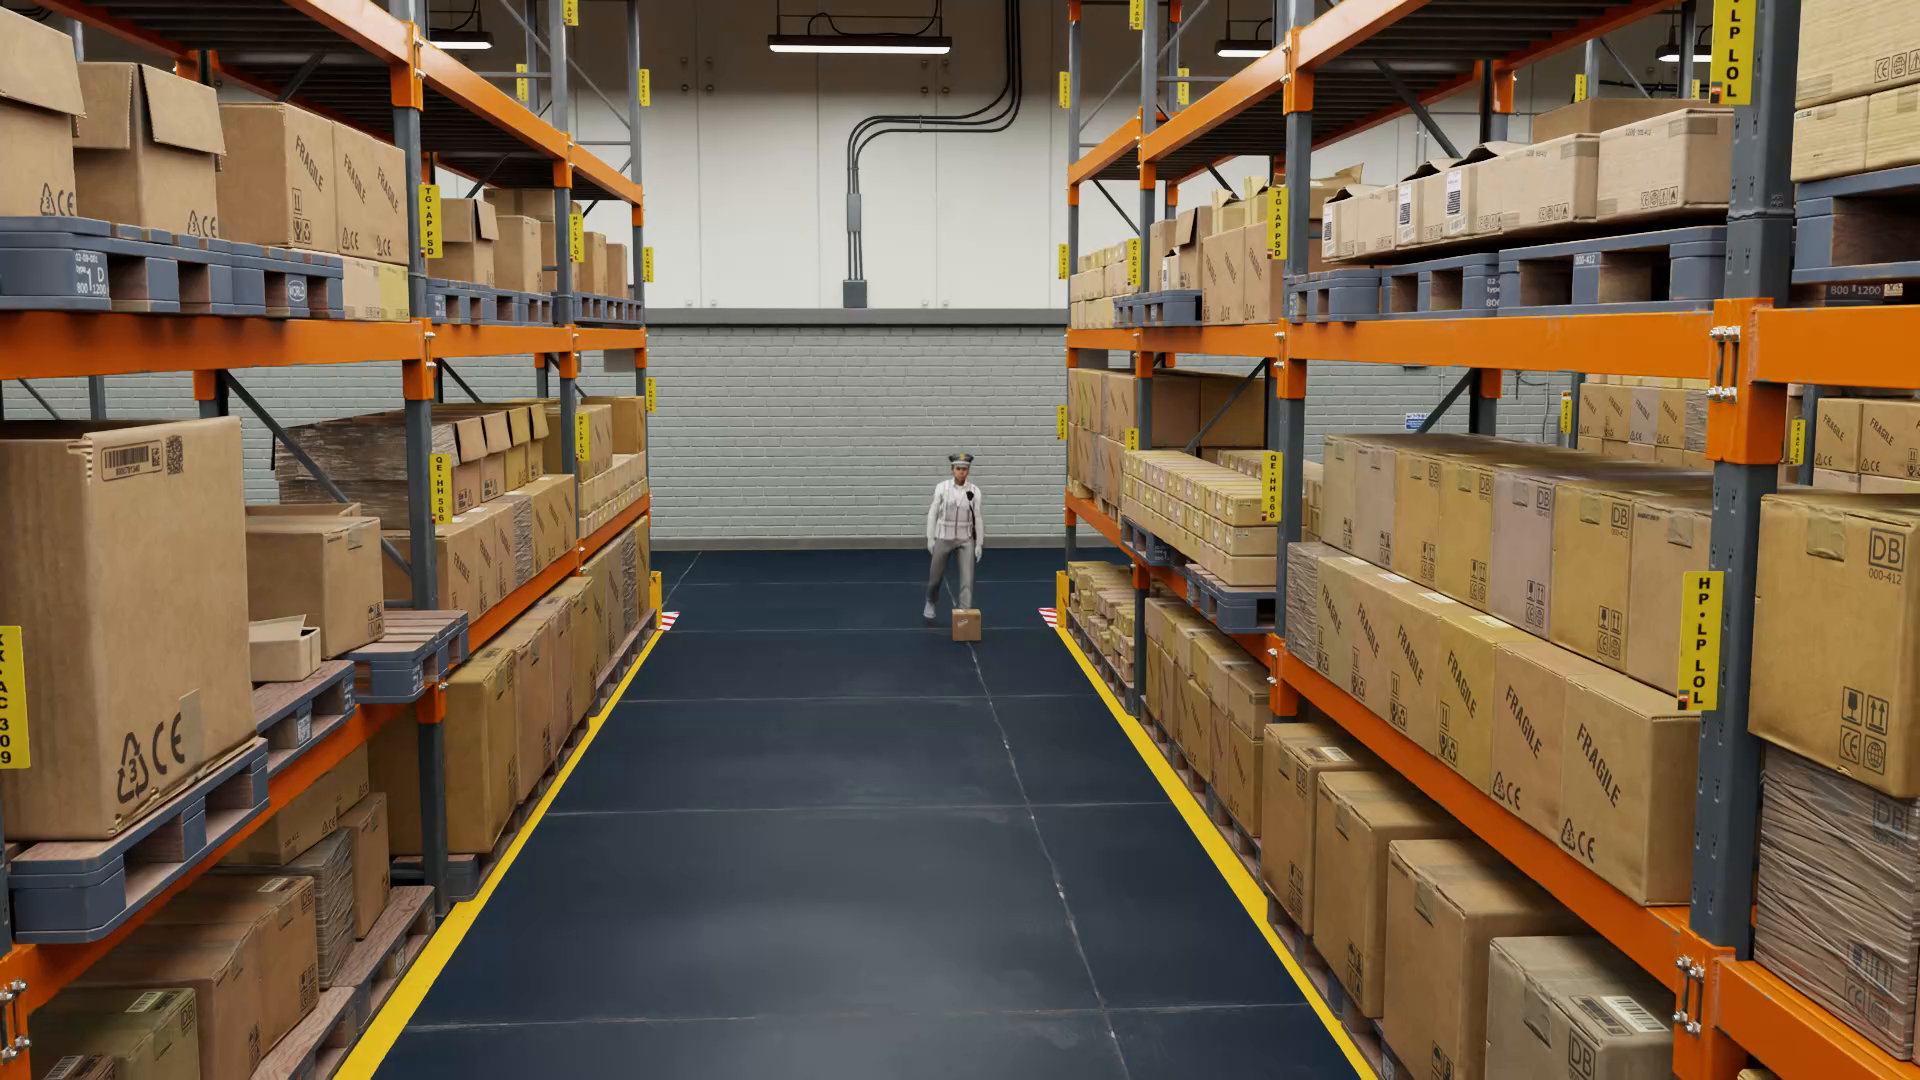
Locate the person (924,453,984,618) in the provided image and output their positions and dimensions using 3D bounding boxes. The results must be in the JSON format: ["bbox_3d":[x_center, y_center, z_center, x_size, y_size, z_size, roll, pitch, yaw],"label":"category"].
[{"bbox_3d":[-0.049,0.004,15.571,0.540,1.655,0.888,-1,7,-5],"label":"person"}]
